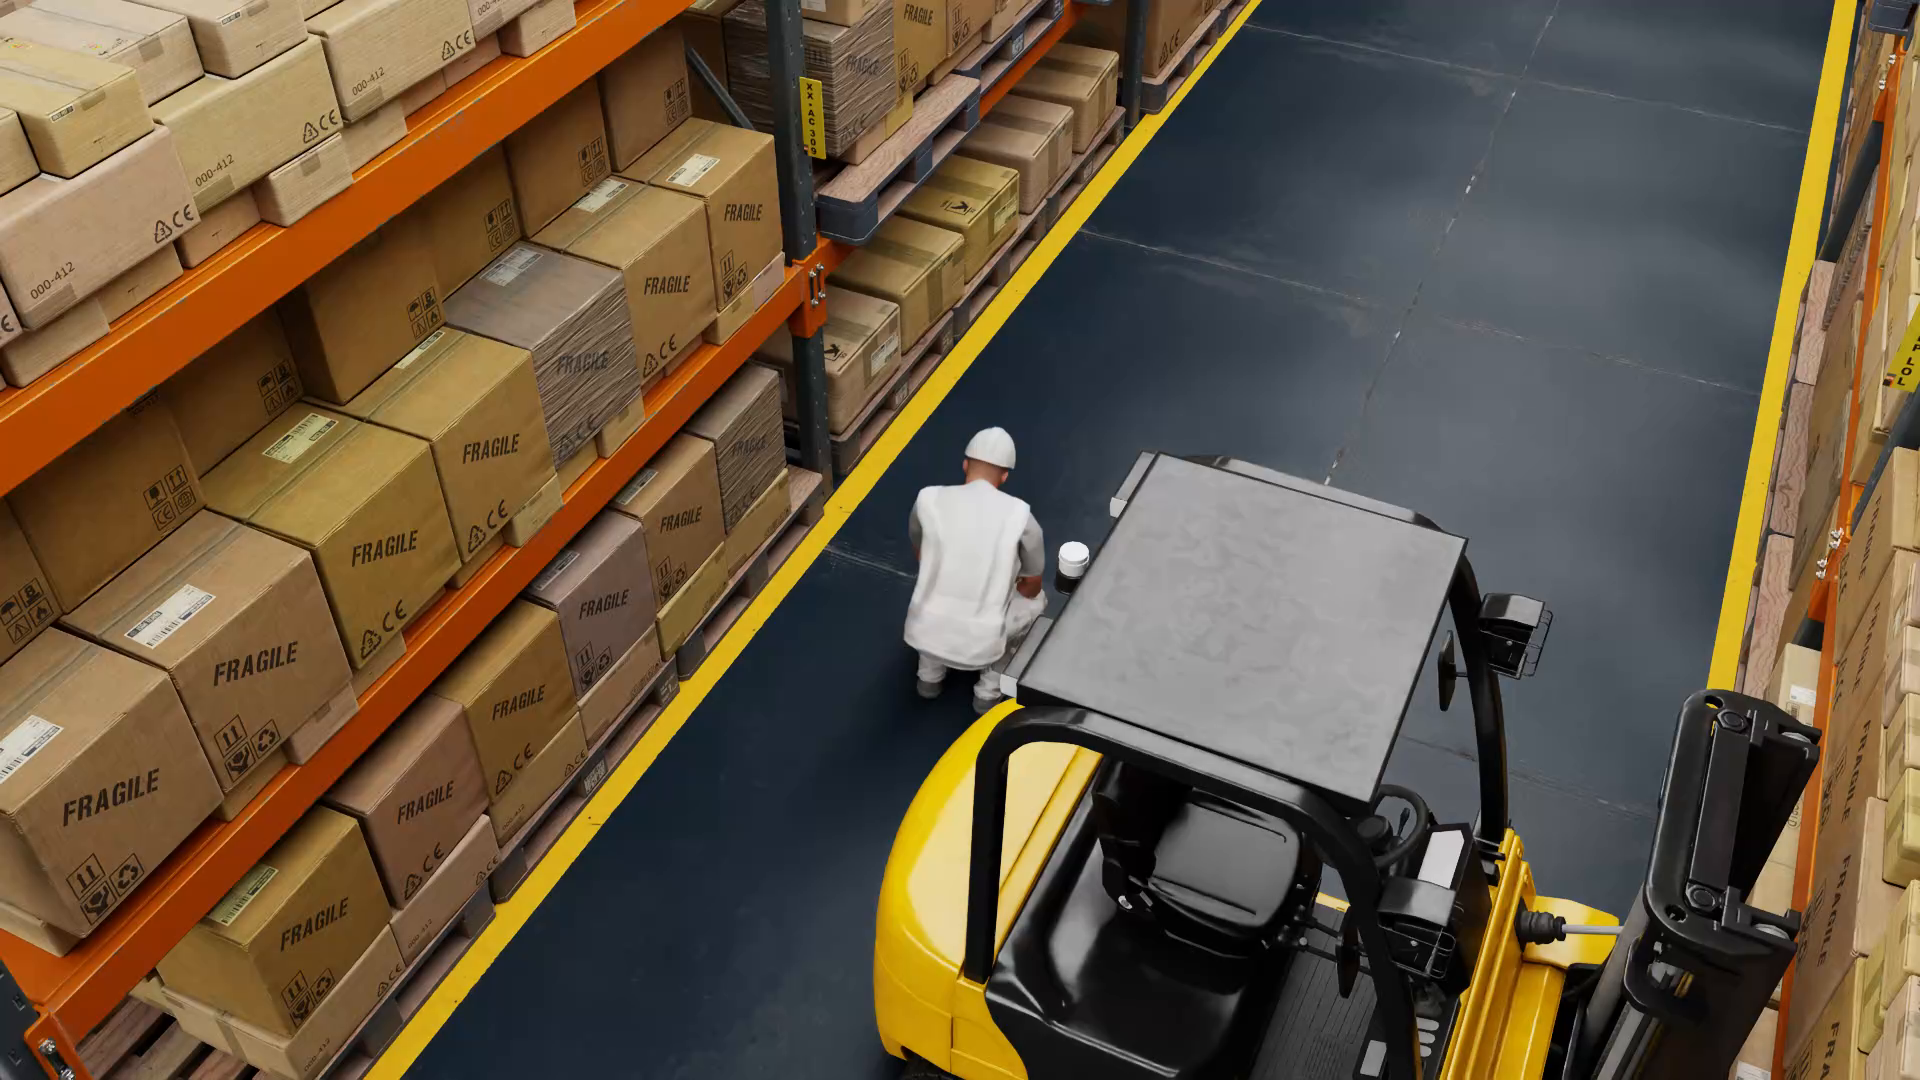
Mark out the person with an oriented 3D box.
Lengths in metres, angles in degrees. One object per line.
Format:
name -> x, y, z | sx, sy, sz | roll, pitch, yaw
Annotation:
person -> 0.042, 0.139, 6.567 | 0.576, 1.026, 0.804 | 15, 44, 17
